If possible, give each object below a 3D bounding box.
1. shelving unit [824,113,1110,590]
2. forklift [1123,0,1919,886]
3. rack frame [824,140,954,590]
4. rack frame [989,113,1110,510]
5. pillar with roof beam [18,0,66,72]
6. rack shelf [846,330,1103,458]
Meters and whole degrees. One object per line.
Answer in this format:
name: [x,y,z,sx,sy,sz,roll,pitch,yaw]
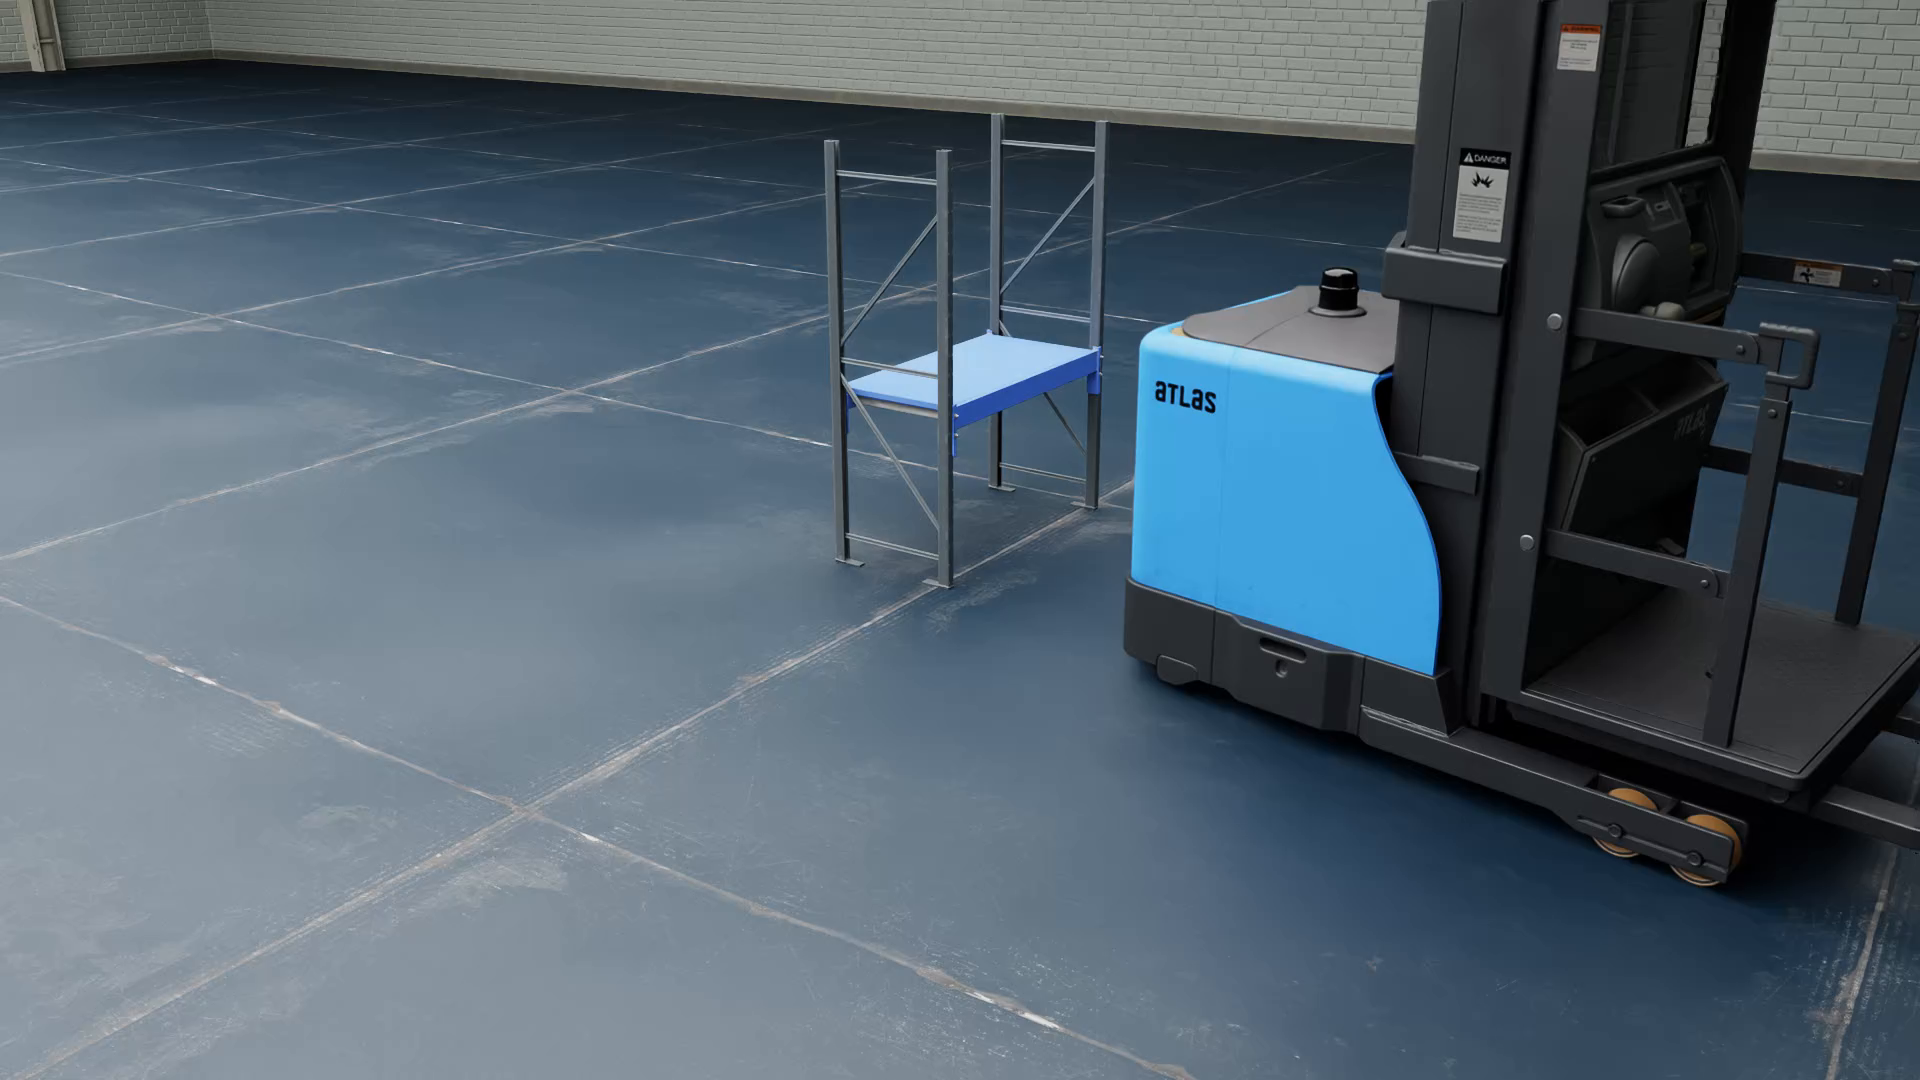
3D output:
shelving unit: [0.048,-0.728,6.071,0.538,1.500,1.048,13,24,32]
forklift: [1.929,-0.746,4.056,3.031,2.935,1.130,18,27,40]
rack frame: [-0.238,-0.582,5.677,0.500,1.500,0.032,13,24,32]
rack frame: [0.334,-0.874,6.465,0.500,1.500,0.032,13,24,32]
pillar with roof beam: [-10.950,-10.859,22.651,9.100,9.000,0.400,13,24,32]
rack shelf: [0.048,-0.559,6.133,0.538,0.185,1.000,13,24,32]
